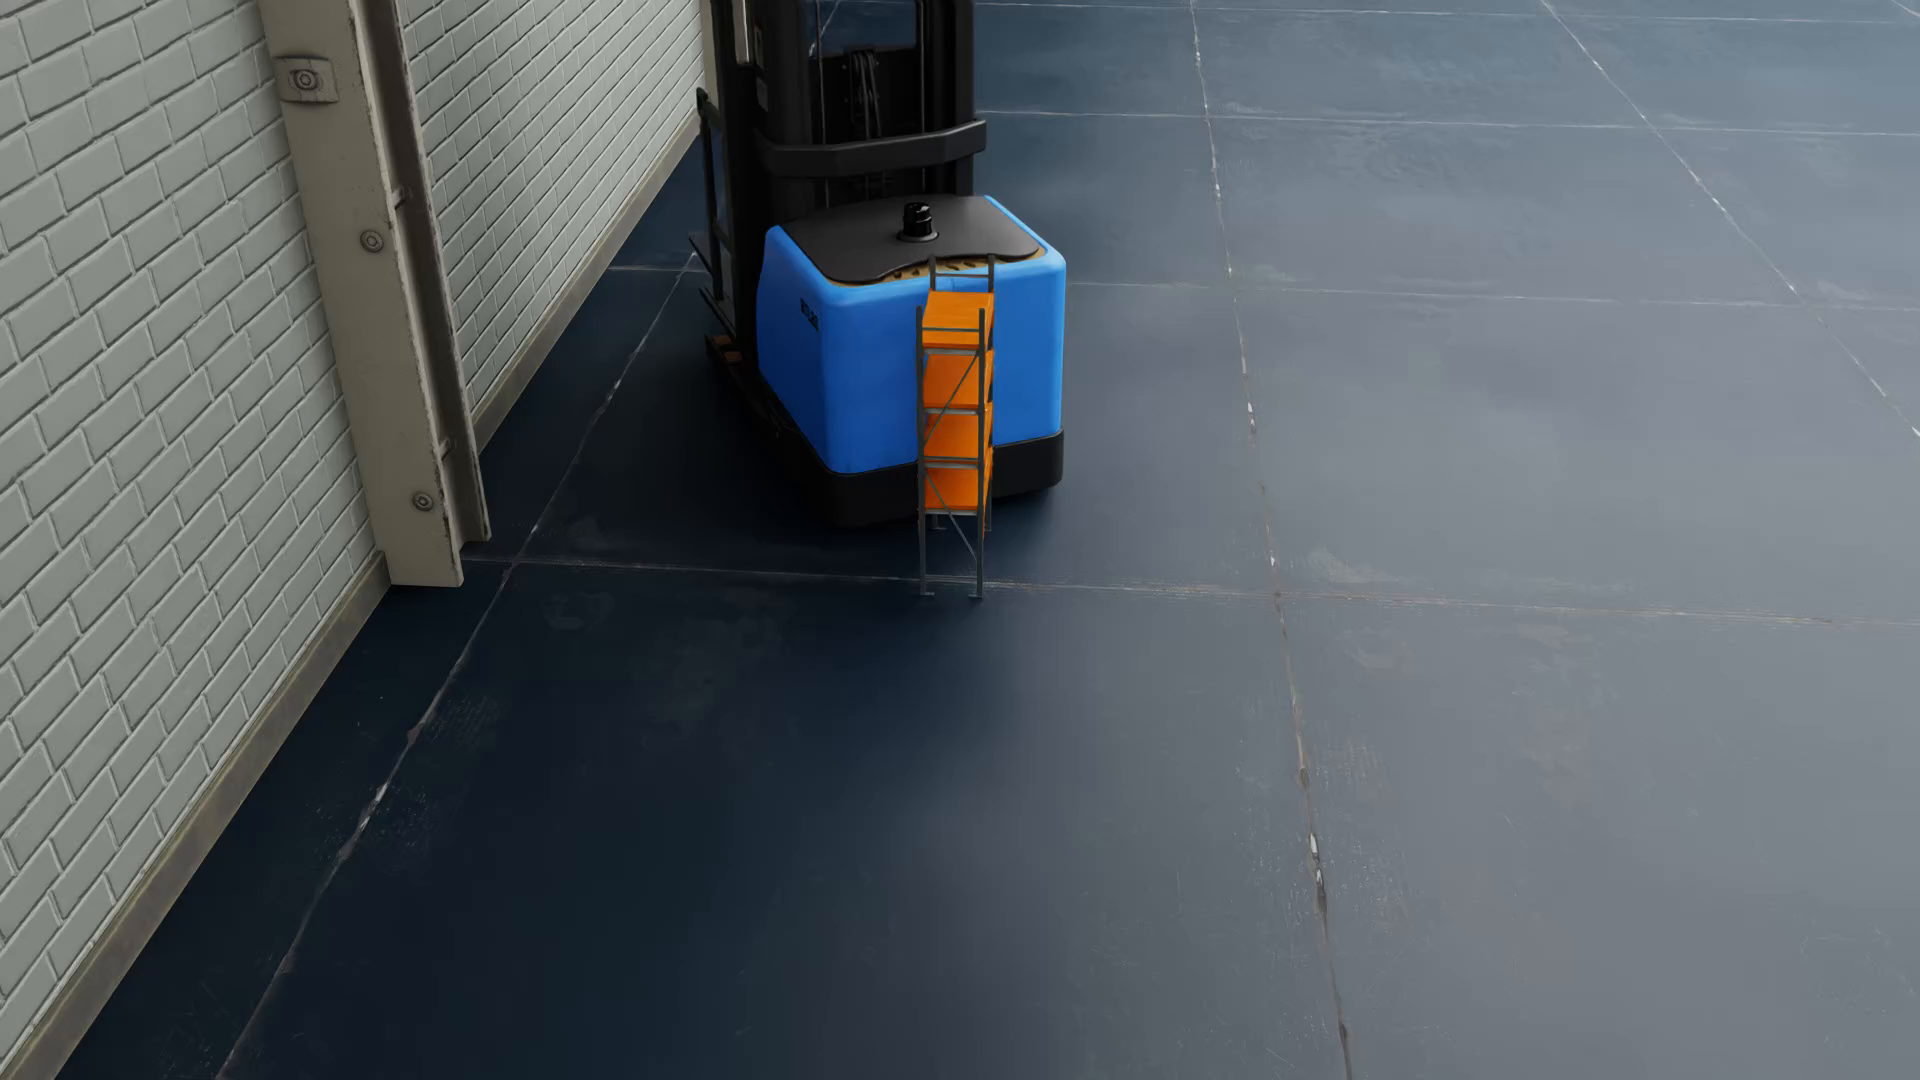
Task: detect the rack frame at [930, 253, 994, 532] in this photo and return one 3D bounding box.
[{"bbox_3d":[0.007,-0.551,6.500,0.240,1.200,0.015,2,32,4],"label":"rack frame"}]

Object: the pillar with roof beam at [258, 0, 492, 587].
[{"bbox_3d":[2.211,-3.575,3.973,9.100,9.000,0.400,2,32,4],"label":"pillar with roof beam"}]

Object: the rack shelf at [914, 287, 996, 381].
[{"bbox_3d":[-0.013,-0.758,6.087,0.258,0.148,0.480,2,32,4],"label":"rack shelf"}]

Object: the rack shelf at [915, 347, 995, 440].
[{"bbox_3d":[-0.013,-0.556,6.211,0.258,0.148,0.480,2,32,4],"label":"rack shelf"}]

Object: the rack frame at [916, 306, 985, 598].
[{"bbox_3d":[-0.033,-0.296,6.086,0.240,1.200,0.015,2,32,4],"label":"rack frame"}]

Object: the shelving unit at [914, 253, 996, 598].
[{"bbox_3d":[-0.013,-0.423,6.293,0.258,1.200,0.503,2,32,4],"label":"shelving unit"}]

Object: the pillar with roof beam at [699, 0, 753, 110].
[{"bbox_3d":[2.699,-6.712,9.064,9.100,9.000,0.400,2,32,4],"label":"pillar with roof beam"}]

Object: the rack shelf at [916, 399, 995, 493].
[{"bbox_3d":[-0.013,-0.366,6.328,0.258,0.148,0.480,2,32,4],"label":"rack shelf"}]

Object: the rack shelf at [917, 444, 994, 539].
[{"bbox_3d":[-0.013,-0.197,6.433,0.258,0.148,0.480,2,32,4],"label":"rack shelf"}]

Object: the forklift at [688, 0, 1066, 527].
[{"bbox_3d":[-0.590,-2.059,7.298,1.130,2.935,3.031,-12,34,-19],"label":"forklift"}]
